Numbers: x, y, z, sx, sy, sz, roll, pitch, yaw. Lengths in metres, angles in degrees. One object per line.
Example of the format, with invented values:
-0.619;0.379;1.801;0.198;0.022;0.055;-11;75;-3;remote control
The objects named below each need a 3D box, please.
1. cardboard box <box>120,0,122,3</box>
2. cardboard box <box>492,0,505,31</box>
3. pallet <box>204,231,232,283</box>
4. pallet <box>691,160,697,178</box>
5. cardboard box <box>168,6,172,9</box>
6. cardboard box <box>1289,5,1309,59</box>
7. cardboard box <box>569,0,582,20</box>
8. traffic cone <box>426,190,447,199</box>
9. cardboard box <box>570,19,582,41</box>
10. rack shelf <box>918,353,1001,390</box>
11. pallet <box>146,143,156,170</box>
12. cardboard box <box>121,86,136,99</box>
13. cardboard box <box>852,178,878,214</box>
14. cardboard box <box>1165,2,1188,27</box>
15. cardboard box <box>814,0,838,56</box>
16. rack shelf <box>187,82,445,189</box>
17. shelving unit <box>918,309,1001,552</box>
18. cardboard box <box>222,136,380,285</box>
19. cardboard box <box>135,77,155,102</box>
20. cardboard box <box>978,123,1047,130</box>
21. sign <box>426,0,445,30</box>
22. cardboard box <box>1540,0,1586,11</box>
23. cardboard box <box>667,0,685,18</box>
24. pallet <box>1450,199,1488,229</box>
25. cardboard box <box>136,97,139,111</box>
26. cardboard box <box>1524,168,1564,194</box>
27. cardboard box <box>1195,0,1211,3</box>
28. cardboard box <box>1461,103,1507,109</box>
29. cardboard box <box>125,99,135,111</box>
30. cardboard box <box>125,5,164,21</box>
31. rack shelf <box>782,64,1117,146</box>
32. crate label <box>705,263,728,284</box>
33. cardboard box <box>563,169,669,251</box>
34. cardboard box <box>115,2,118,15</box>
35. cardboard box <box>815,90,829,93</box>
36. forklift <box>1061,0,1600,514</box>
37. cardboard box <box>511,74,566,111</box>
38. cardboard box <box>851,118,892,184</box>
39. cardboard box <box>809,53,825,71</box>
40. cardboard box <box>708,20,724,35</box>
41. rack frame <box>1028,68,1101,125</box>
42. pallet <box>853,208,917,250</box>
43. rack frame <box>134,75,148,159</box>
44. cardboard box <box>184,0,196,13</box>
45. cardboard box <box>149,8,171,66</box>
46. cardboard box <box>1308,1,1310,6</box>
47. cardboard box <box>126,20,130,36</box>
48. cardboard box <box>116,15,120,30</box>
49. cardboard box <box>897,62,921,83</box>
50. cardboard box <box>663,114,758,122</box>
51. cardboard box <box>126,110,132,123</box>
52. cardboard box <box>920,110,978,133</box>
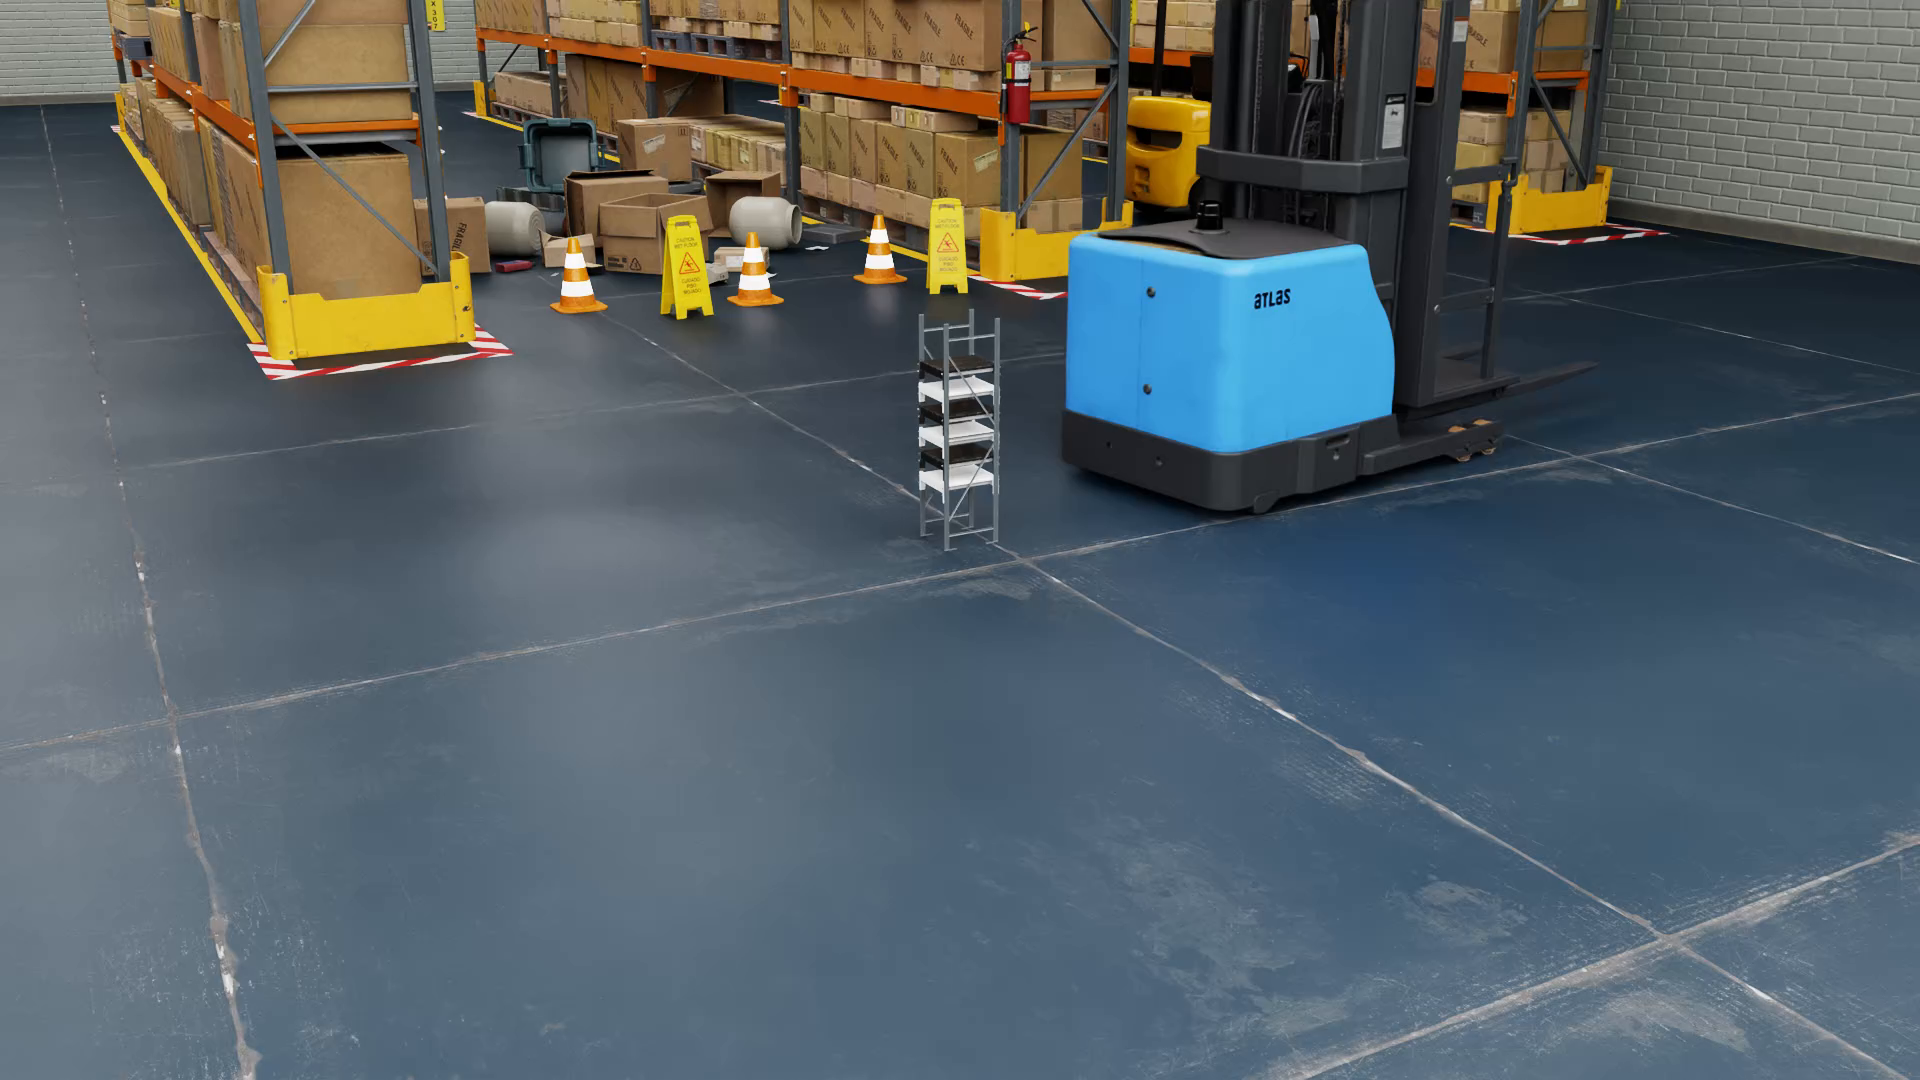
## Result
-8.357;-5.552;16.952;0.380;0.149;0.250;-9;21;-25;cardboard box
-6.374;-7.565;23.804;0.500;0.500;0.500;-10;21;-27;cardboard box
-5.158;-2.201;12.686;1.003;0.211;1.213;-10;21;-27;pallet
-2.671;-4.151;18.337;1.003;0.211;1.213;-10;21;-27;pallet
-6.904;-5.142;15.249;0.700;0.500;0.500;-10;22;-27;cardboard box
3.468;-5.048;16.508;0.500;0.500;0.500;-10;21;-26;cardboard box
-4.491;-6.543;20.458;0.500;0.250;0.500;-10;21;-26;cardboard box
-4.758;-3.169;15.106;0.336;0.463;0.334;-10;21;-27;traffic cone
-4.488;-6.306;20.537;0.500;0.250;0.500;-10;21;-27;cardboard box
-0.004;-0.651;6.414;0.258;0.077;0.200;-10;21;-27;rack shelf
-8.878;-4.505;19.362;1.003;0.211;1.213;-10;21;-27;pallet
-10.955;-5.971;22.151;0.380;0.149;0.250;-10;21;-27;cardboard box
-0.582;-2.929;14.094;0.500;0.250;0.500;-10;22;-27;cardboard box
2.516;-5.728;18.098;0.500;0.250;0.500;-11;22;-28;cardboard box
-0.919;-4.423;14.242;0.500;0.500;0.500;-10;21;-27;cardboard box
-4.500;-2.835;11.352;1.077;0.370;4.000;-10;21;-27;rack shelf
-0.004;-0.428;6.491;0.258;0.900;0.210;-10;21;-27;shelving unit
-4.351;-2.232;11.115;0.875;0.875;0.875;-10;22;-28;cardboard box
-9.131;-5.164;19.038;0.500;0.250;0.500;-11;22;-29;cardboard box
0.354;-3.081;13.383;0.500;0.500;0.500;-11;22;-29;cardboard box
-3.059;-3.132;9.661;0.100;0.325;0.005;-10;21;-27;sign
5.191;-4.658;14.385;0.380;0.149;0.250;-11;22;-28;cardboard box
-2.778;-5.766;17.491;0.500;0.500;0.500;-9;21;-24;cardboard box
4.724;-3.062;15.181;1.003;0.211;1.213;-10;21;-27;pallet
-9.803;-5.307;20.228;0.380;0.149;0.250;-10;21;-26;cardboard box
5.063;-3.237;14.985;0.500;0.250;0.500;-10;21;-26;cardboard box
2.729;-5.804;17.705;0.380;0.149;0.250;-10;22;-27;cardboard box
4.822;-3.848;15.224;0.500;0.250;0.500;-10;21;-27;cardboard box
-10.825;-5.761;22.000;0.380;0.149;0.250;-9;21;-25;cardboard box
-7.985;-5.189;16.357;0.380;0.149;0.250;-9;21;-26;cardboard box
-0.192;-3.631;13.659;1.077;0.370;4.000;-10;21;-27;rack shelf
-1.825;-1.914;11.968;0.298;0.136;0.250;11;22;30;crate label
-2.756;-2.660;13.361;0.797;0.637;0.503;-10;21;-27;cardboard box
-8.839;-5.706;17.855;0.380;0.149;0.250;-10;22;-28;cardboard box
-1.895;-7.335;26.479;0.700;0.500;0.500;-9;21;-24;cardboard box
1.920;-1.863;7.537;3.031;2.935;1.130;-15;24;-36;forklift
-5.997;-6.542;24.276;0.875;0.438;0.875;-9;21;-25;cardboard box
-0.590;-3.286;13.978;0.500;0.500;0.500;-9;21;-24;cardboard box
-1.109;-4.222;14.653;0.380;0.149;0.250;-9;21;-25;cardboard box
-2.326;-5.180;16.785;0.380;0.149;0.250;-9;21;-25;cardboard box
1.325;-6.463;20.764;1.000;3.000;0.127;-10;21;-27;rack frame
-0.208;-2.689;14.101;1.003;0.211;1.213;-10;21;-27;pallet
-9.249;-6.046;19.554;1.000;3.000;0.127;-10;21;-27;rack frame
-5.305;-4.220;12.376;0.875;0.550;0.550;-10;21;-27;cardboard box
-7.130;-4.629;15.294;0.500;0.500;0.500;-10;22;-27;cardboard box
3.592;-5.234;16.054;0.380;0.149;0.250;-10;22;-27;cardboard box
-8.105;-5.119;16.611;0.380;0.149;0.250;-10;21;-27;cardboard box
-8.975;-5.645;18.134;0.380;0.149;0.250;-11;22;-29;cardboard box
-0.277;-3.709;13.166;0.380;0.149;0.250;-10;22;-27;cardboard box
-2.782;-4.486;18.418;0.950;0.372;0.625;-12;22;-30;cardboard box
-10.836;-5.622;22.053;0.380;0.149;0.250;-10;21;-26;cardboard box
-0.086;-3.241;12.854;0.380;0.149;0.250;-9;21;-25;cardboard box
